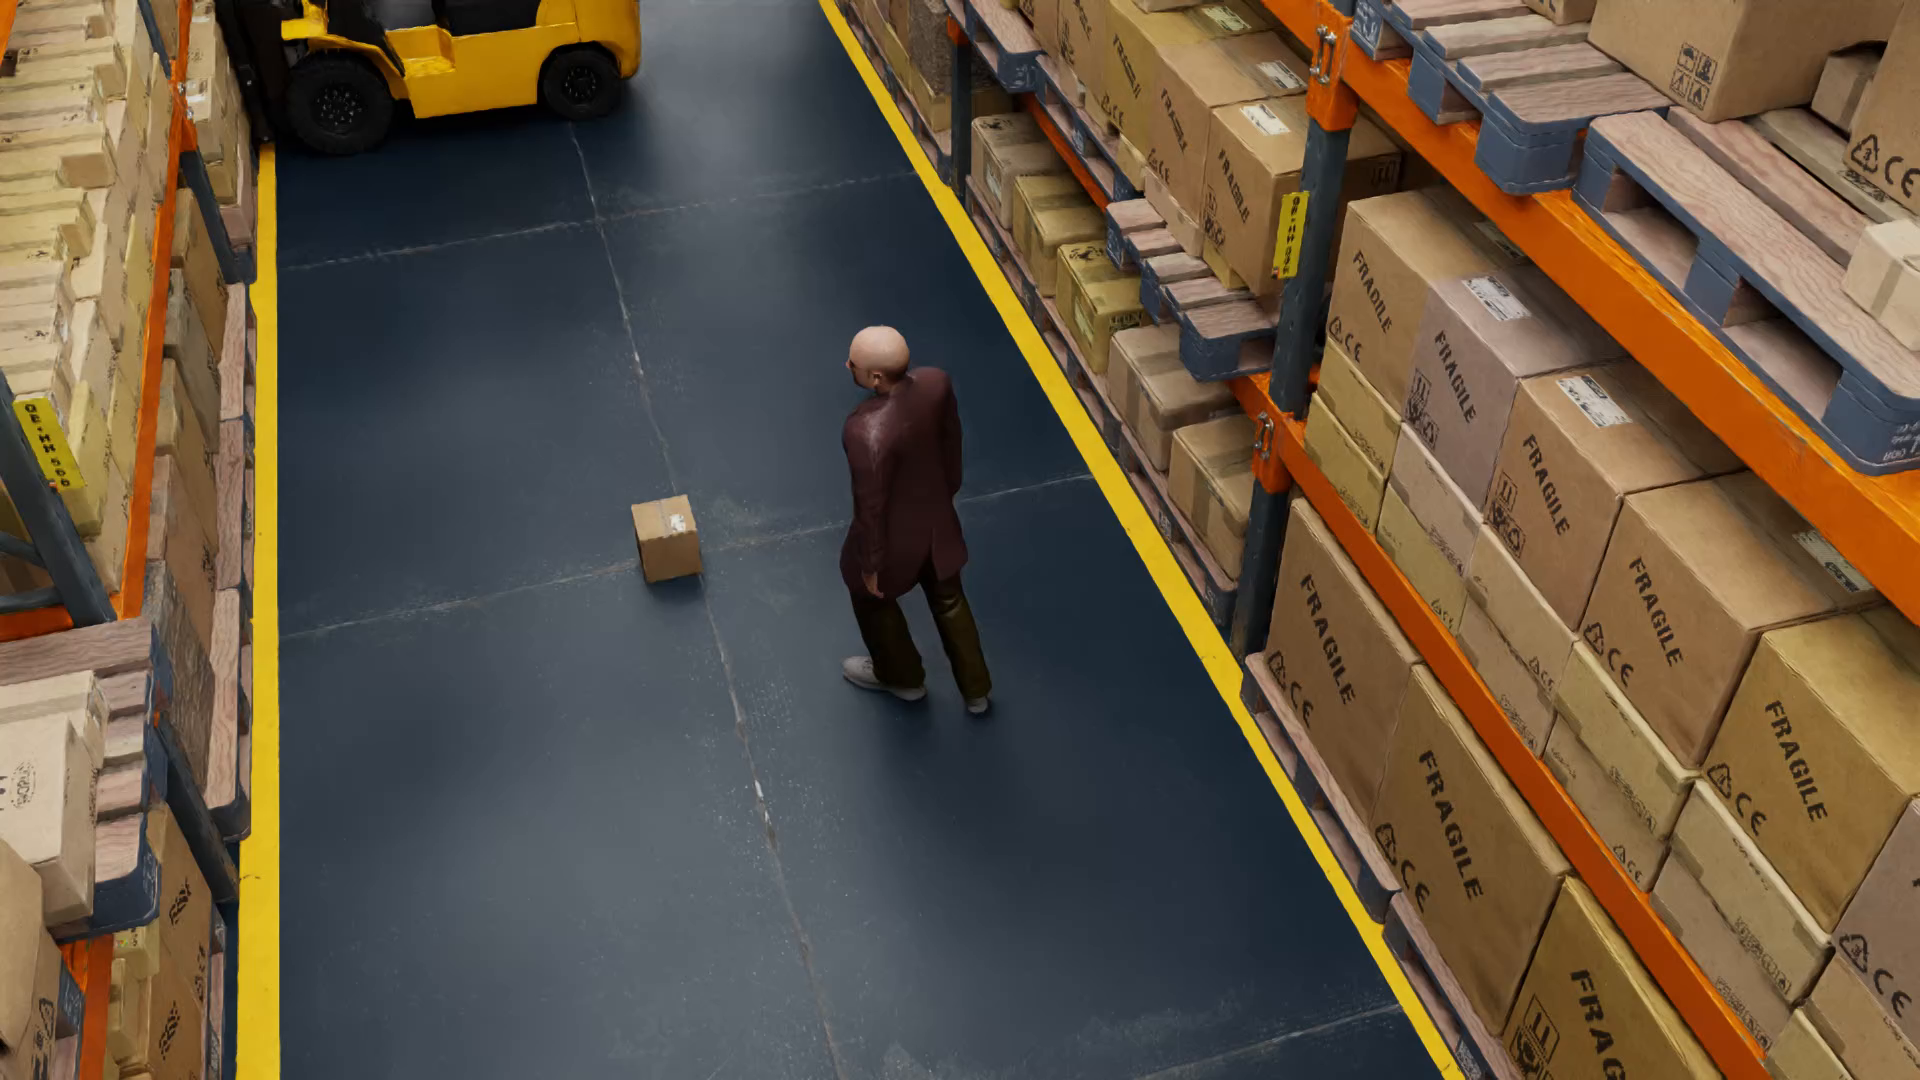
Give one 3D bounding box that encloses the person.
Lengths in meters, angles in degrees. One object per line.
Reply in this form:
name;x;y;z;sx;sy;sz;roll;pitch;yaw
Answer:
person;-0.176;-0.047;6.226;0.626;1.769;0.611;29;49;28
